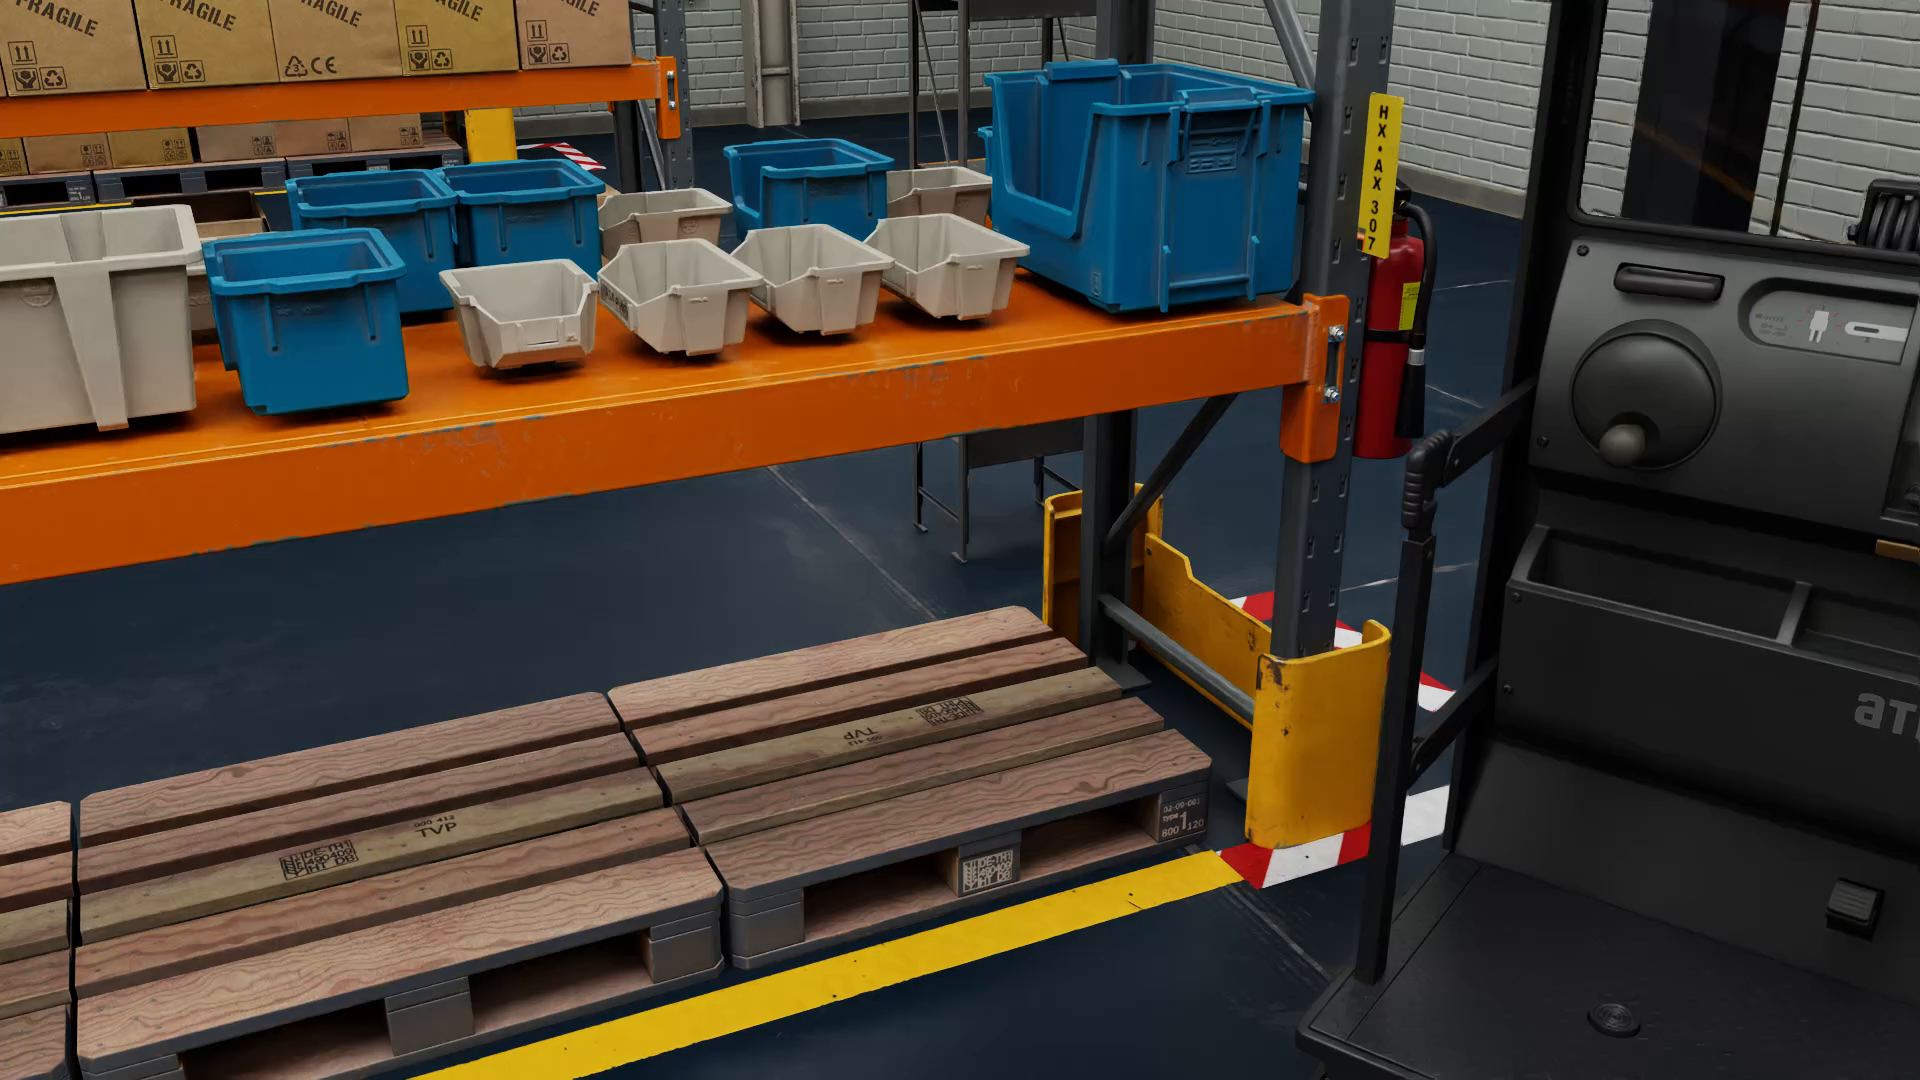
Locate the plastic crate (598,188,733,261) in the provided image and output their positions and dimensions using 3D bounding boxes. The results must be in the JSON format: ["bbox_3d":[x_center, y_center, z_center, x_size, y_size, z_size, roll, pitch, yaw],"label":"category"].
[{"bbox_3d":[-0.691,-0.702,3.790,0.298,0.136,0.250,-10,25,-24],"label":"plastic crate"}]

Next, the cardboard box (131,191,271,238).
[{"bbox_3d":[-3.448,-1.268,7.580,0.637,0.503,0.797,-10,25,-24],"label":"cardboard box"}]

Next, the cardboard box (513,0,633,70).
[{"bbox_3d":[-1.820,-2.446,7.608,0.500,0.500,0.500,-10,24,-22],"label":"cardboard box"}]

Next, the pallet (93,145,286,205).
[{"bbox_3d":[-5.470,-2.626,11.818,1.213,0.211,1.003,-10,25,-24],"label":"pallet"}]

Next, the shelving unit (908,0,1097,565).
[{"bbox_3d":[0.149,-0.998,5.415,0.503,2.100,0.431,-10,25,-24],"label":"shelving unit"}]

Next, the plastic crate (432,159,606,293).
[{"bbox_3d":[-0.941,-0.665,3.575,0.300,0.233,0.416,-10,25,-24],"label":"plastic crate"}]

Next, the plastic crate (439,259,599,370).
[{"bbox_3d":[-0.812,-0.416,3.099,0.250,0.136,0.298,-10,25,-24],"label":"plastic crate"}]

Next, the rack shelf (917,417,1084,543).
[{"bbox_3d":[0.149,-0.338,5.688,0.480,0.518,0.431,-10,25,-24],"label":"rack shelf"}]

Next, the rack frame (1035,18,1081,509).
[{"bbox_3d":[0.369,-1.038,5.513,0.015,2.100,0.400,-10,25,-24],"label":"rack frame"}]

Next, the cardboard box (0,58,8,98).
[{"bbox_3d":[-4.101,-2.028,6.596,0.500,0.500,0.500,-10,24,-23],"label":"cardboard box"}]

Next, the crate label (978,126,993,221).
[{"bbox_3d":[0.245,-0.884,4.103,0.303,0.233,0.416,-10,25,-24],"label":"crate label"}]

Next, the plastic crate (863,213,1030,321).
[{"bbox_3d":[-0.046,-0.569,3.469,0.243,0.136,0.396,-10,25,-24],"label":"plastic crate"}]

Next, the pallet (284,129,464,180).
[{"bbox_3d":[-4.373,-2.827,12.303,1.213,0.211,1.003,-10,25,-24],"label":"pallet"}]

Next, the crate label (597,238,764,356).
[{"bbox_3d":[-0.554,-0.471,3.233,0.243,0.136,0.396,-10,25,-24],"label":"crate label"}]

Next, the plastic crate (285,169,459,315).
[{"bbox_3d":[-1.212,-0.615,3.455,0.300,0.233,0.416,-10,25,-24],"label":"plastic crate"}]

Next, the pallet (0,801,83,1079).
[{"bbox_3d":[-2.348,0.956,3.165,1.213,0.211,1.003,-10,25,-24],"label":"pallet"}]

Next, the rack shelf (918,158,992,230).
[{"bbox_3d":[0.149,-0.985,5.420,0.480,0.518,0.431,-10,25,-24],"label":"rack shelf"}]

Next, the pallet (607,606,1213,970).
[{"bbox_3d":[-0.149,0.551,4.143,1.213,0.211,1.003,-10,25,-24],"label":"pallet"}]

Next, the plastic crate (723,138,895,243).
[{"bbox_3d":[-0.348,-0.774,3.839,0.300,0.233,0.416,-10,25,-24],"label":"plastic crate"}]

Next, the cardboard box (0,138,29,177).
[{"bbox_3d":[-6.572,-2.739,11.165,0.500,0.500,0.700,-10,25,-23],"label":"cardboard box"}]

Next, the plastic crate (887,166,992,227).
[{"bbox_3d":[-0.080,-0.814,4.062,0.298,0.136,0.250,-10,25,-24],"label":"plastic crate"}]

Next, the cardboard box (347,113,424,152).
[{"bbox_3d":[-4.274,-3.163,12.189,0.500,0.500,0.700,-10,25,-24],"label":"cardboard box"}]

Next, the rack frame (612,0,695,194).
[{"bbox_3d":[-1.534,-2.568,8.033,0.127,3.000,1.000,-10,25,-24],"label":"rack frame"}]

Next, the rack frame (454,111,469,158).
[{"bbox_3d":[-3.686,-4.275,12.155,0.127,3.000,1.000,-10,25,-24],"label":"rack frame"}]

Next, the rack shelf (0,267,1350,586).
[{"bbox_3d":[-1.192,-0.197,3.243,4.000,0.370,1.077,-10,25,-24],"label":"rack shelf"}]

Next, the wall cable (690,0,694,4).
[{"bbox_3d":[-2.943,-5.283,13.262,1.851,1.984,0.084,-10,25,-24],"label":"wall cable"}]

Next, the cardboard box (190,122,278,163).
[{"bbox_3d":[-5.177,-2.997,11.787,0.500,0.500,0.700,-11,25,-25],"label":"cardboard box"}]

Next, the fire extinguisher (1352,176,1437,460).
[{"bbox_3d":[0.943,-0.521,3.676,0.183,0.674,0.296,-10,25,-24],"label":"fire extinguisher"}]

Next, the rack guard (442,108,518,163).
[{"bbox_3d":[-3.665,-3.124,12.643,0.348,0.500,1.175,-10,25,-24],"label":"rack guard"}]

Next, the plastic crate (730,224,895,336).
[{"bbox_3d":[-0.313,-0.526,3.365,0.243,0.136,0.396,-10,25,-24],"label":"plastic crate"}]

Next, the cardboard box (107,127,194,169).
[{"bbox_3d":[-5.655,-2.906,11.567,0.500,0.500,0.700,-10,24,-22],"label":"cardboard box"}]

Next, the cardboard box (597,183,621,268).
[{"bbox_3d":[-1.918,-1.442,8.004,0.500,0.500,0.500,-10,25,-24],"label":"cardboard box"}]

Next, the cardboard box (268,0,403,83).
[{"bbox_3d":[-2.738,-2.278,7.201,0.500,0.500,0.500,-10,25,-23],"label":"cardboard box"}]

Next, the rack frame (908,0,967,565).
[{"bbox_3d":[-0.071,-0.957,5.317,0.015,2.100,0.400,-10,25,-24],"label":"rack frame"}]

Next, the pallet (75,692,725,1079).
[{"bbox_3d":[-1.247,0.752,3.657,1.213,0.211,1.003,-10,25,-24],"label":"pallet"}]

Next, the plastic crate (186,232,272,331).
[{"bbox_3d":[-1.555,-0.496,3.291,0.466,0.136,0.293,-10,25,-24],"label":"plastic crate"}]

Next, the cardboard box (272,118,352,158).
[{"bbox_3d":[-4.724,-3.080,11.989,0.500,0.500,0.700,-11,25,-24],"label":"cardboard box"}]

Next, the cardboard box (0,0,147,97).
[{"bbox_3d":[-3.649,-2.110,6.795,0.500,0.500,0.500,-11,25,-24],"label":"cardboard box"}]

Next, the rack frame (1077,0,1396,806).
[{"bbox_3d":[0.610,-0.861,3.907,0.127,3.000,1.000,-10,25,-24],"label":"rack frame"}]

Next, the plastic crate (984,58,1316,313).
[{"bbox_3d":[0.390,-0.785,3.599,0.499,0.435,0.616,-10,25,-24],"label":"plastic crate"}]

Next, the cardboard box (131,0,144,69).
[{"bbox_3d":[-3.874,-2.294,7.240,0.500,0.500,0.500,-10,24,-22],"label":"cardboard box"}]

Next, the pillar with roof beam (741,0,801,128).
[{"bbox_3d":[0.239,-6.309,9.226,0.400,9.000,9.100,-10,25,-24],"label":"pillar with roof beam"}]

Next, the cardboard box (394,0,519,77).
[{"bbox_3d":[-2.286,-2.359,7.397,0.500,0.500,0.500,-10,25,-23],"label":"cardboard box"}]

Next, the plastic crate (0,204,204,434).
[{"bbox_3d":[-1.538,-0.360,2.774,0.530,0.282,0.437,-10,25,-24],"label":"plastic crate"}]

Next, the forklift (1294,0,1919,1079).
[{"bbox_3d":[1.281,-0.222,2.453,1.130,2.935,3.031,15,27,33],"label":"forklift"}]

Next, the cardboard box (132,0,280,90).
[{"bbox_3d":[-3.192,-2.195,7.000,0.500,0.500,0.500,-11,25,-24],"label":"cardboard box"}]

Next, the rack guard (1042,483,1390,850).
[{"bbox_3d":[0.627,0.286,4.406,0.348,0.500,1.175,-10,25,-24],"label":"rack guard"}]

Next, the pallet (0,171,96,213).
[{"bbox_3d":[-6.571,-2.422,11.325,1.213,0.211,1.003,-10,25,-24],"label":"pallet"}]

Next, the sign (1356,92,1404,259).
[{"bbox_3d":[0.864,-0.749,3.425,0.005,0.325,0.100,-10,25,-24],"label":"sign"}]

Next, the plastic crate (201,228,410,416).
[{"bbox_3d":[-1.129,-0.382,2.891,0.300,0.233,0.416,-10,25,-24],"label":"plastic crate"}]

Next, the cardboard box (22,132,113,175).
[{"bbox_3d":[-6.118,-2.821,11.363,0.500,0.500,0.700,-11,25,-24],"label":"cardboard box"}]

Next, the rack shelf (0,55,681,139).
[{"bbox_3d":[-3.337,-1.904,7.369,4.000,0.370,1.077,-10,25,-24],"label":"rack shelf"}]

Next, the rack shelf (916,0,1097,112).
[{"bbox_3d":[0.149,-1.632,5.152,0.480,0.518,0.431,-10,25,-24],"label":"rack shelf"}]
